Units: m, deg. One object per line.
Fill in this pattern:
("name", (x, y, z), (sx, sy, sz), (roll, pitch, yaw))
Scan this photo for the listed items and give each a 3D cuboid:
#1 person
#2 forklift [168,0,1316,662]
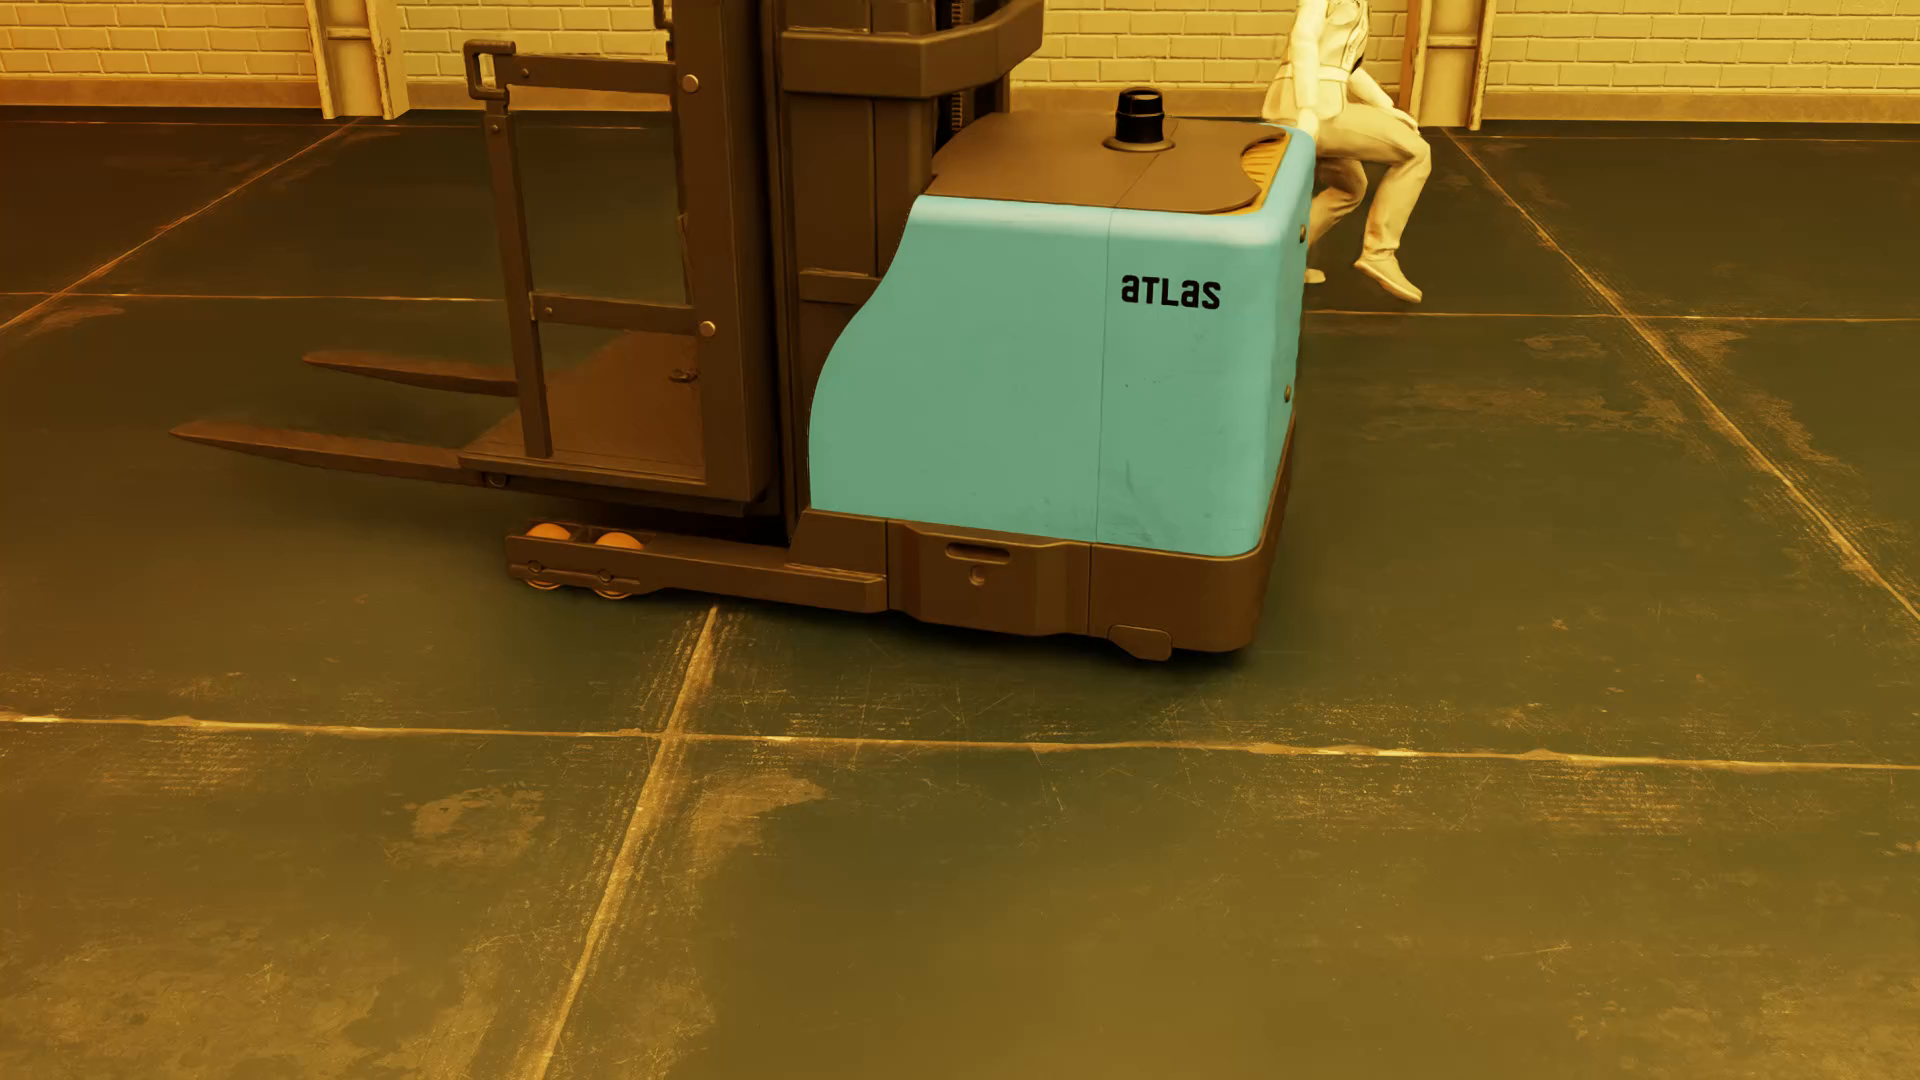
("person", (1.441, -1.576, 6.107), (0.659, 1.468, 0.714), (-2, 26, -4))
("forklift", (-0.658, -1.380, 4.007), (3.031, 2.935, 1.130), (7, 27, 14))
